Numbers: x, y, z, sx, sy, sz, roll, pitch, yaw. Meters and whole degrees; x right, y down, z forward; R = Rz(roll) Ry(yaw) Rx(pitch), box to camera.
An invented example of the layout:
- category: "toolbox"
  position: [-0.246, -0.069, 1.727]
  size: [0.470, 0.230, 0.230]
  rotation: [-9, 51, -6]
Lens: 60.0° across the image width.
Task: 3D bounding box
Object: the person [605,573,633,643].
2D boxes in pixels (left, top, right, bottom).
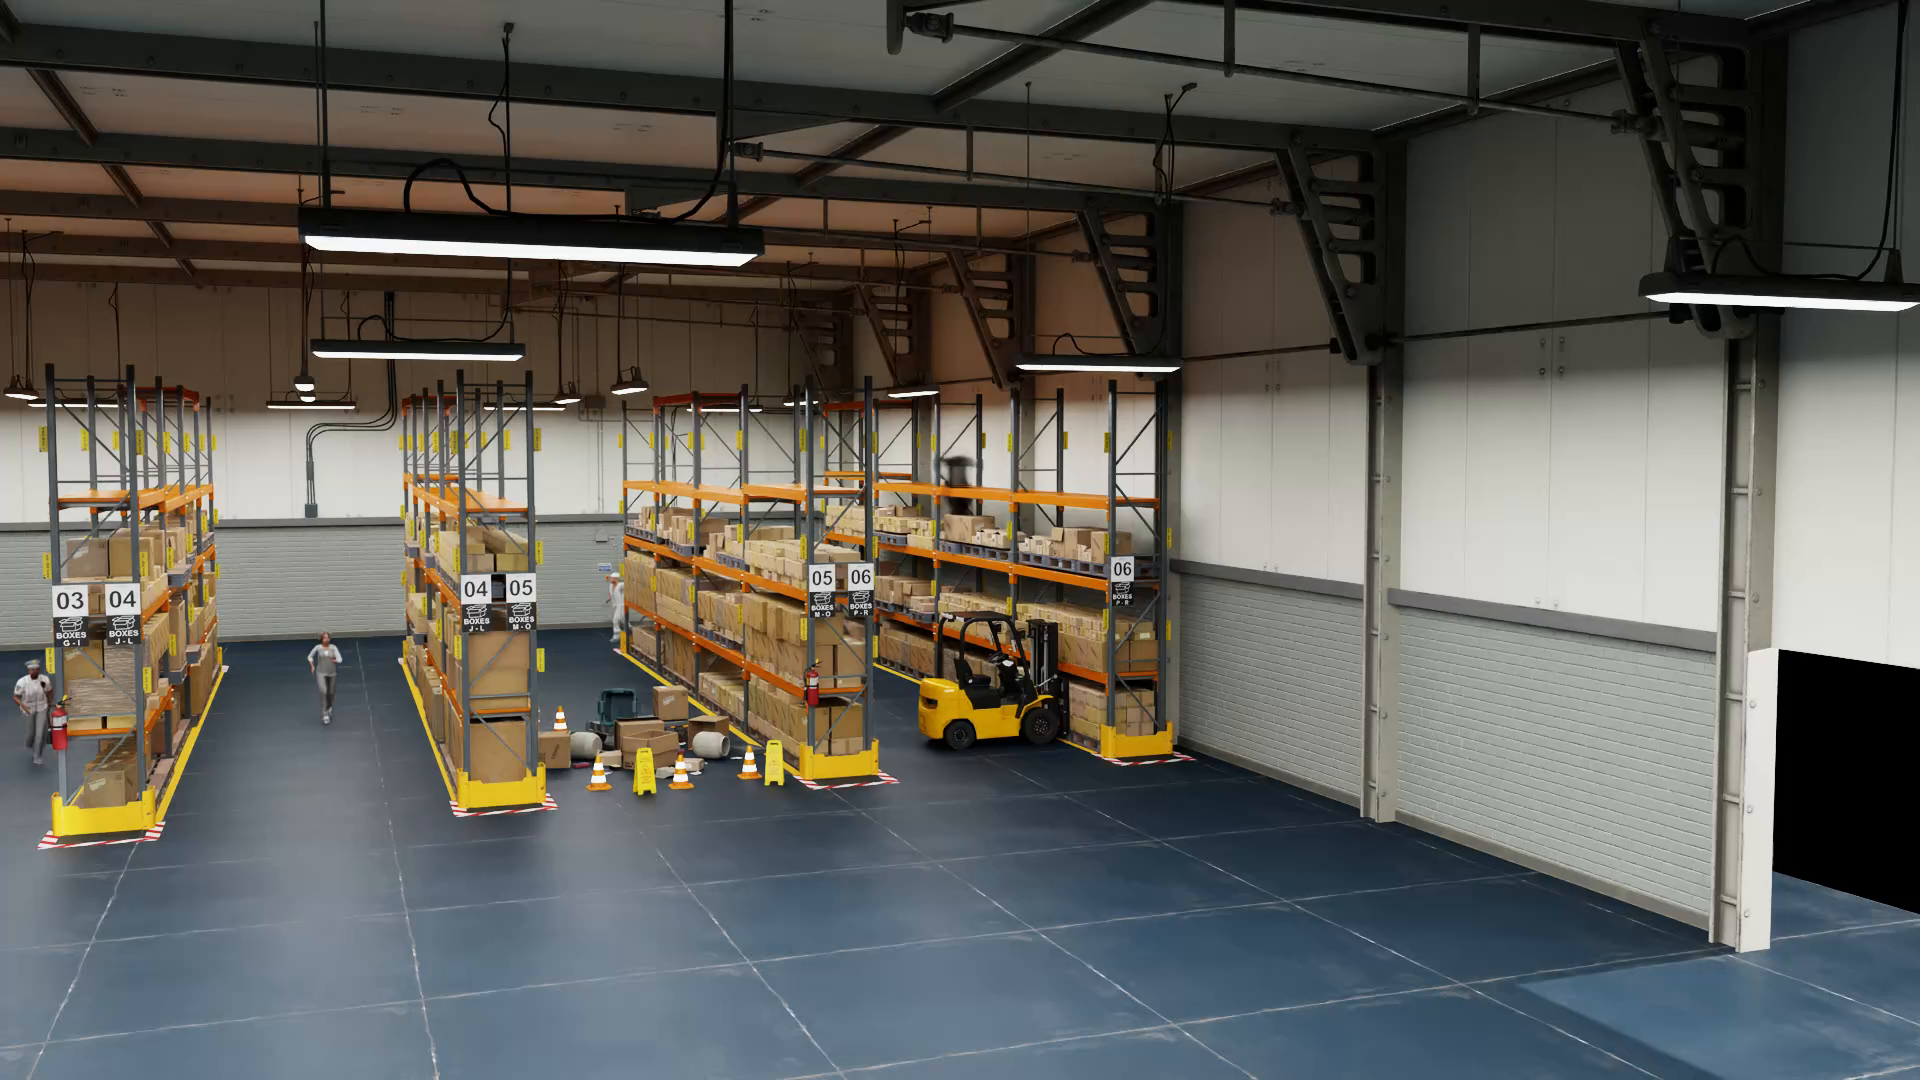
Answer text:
- category: "person"
  position: [-8.523, 1.682, 41.911]
  size: [0.671, 1.749, 0.910]
  rotation: [3, 4, 42]

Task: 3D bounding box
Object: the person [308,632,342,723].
- category: "person"
  position: [-11.377, 2.436, 29.832]
  size: [0.548, 1.591, 0.888]
  rotation: [-2, 4, -29]

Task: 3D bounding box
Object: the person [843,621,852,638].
- category: "person"
  position: [-2.642, 2.165, 34.930]
  size: [0.764, 1.658, 0.641]
  rotation: [0, 3, 3]

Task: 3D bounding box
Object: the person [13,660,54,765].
- category: "person"
  position: [-14.516, 2.667, 26.068]
  size: [0.575, 1.644, 0.723]
  rotation: [-2, 4, -33]
